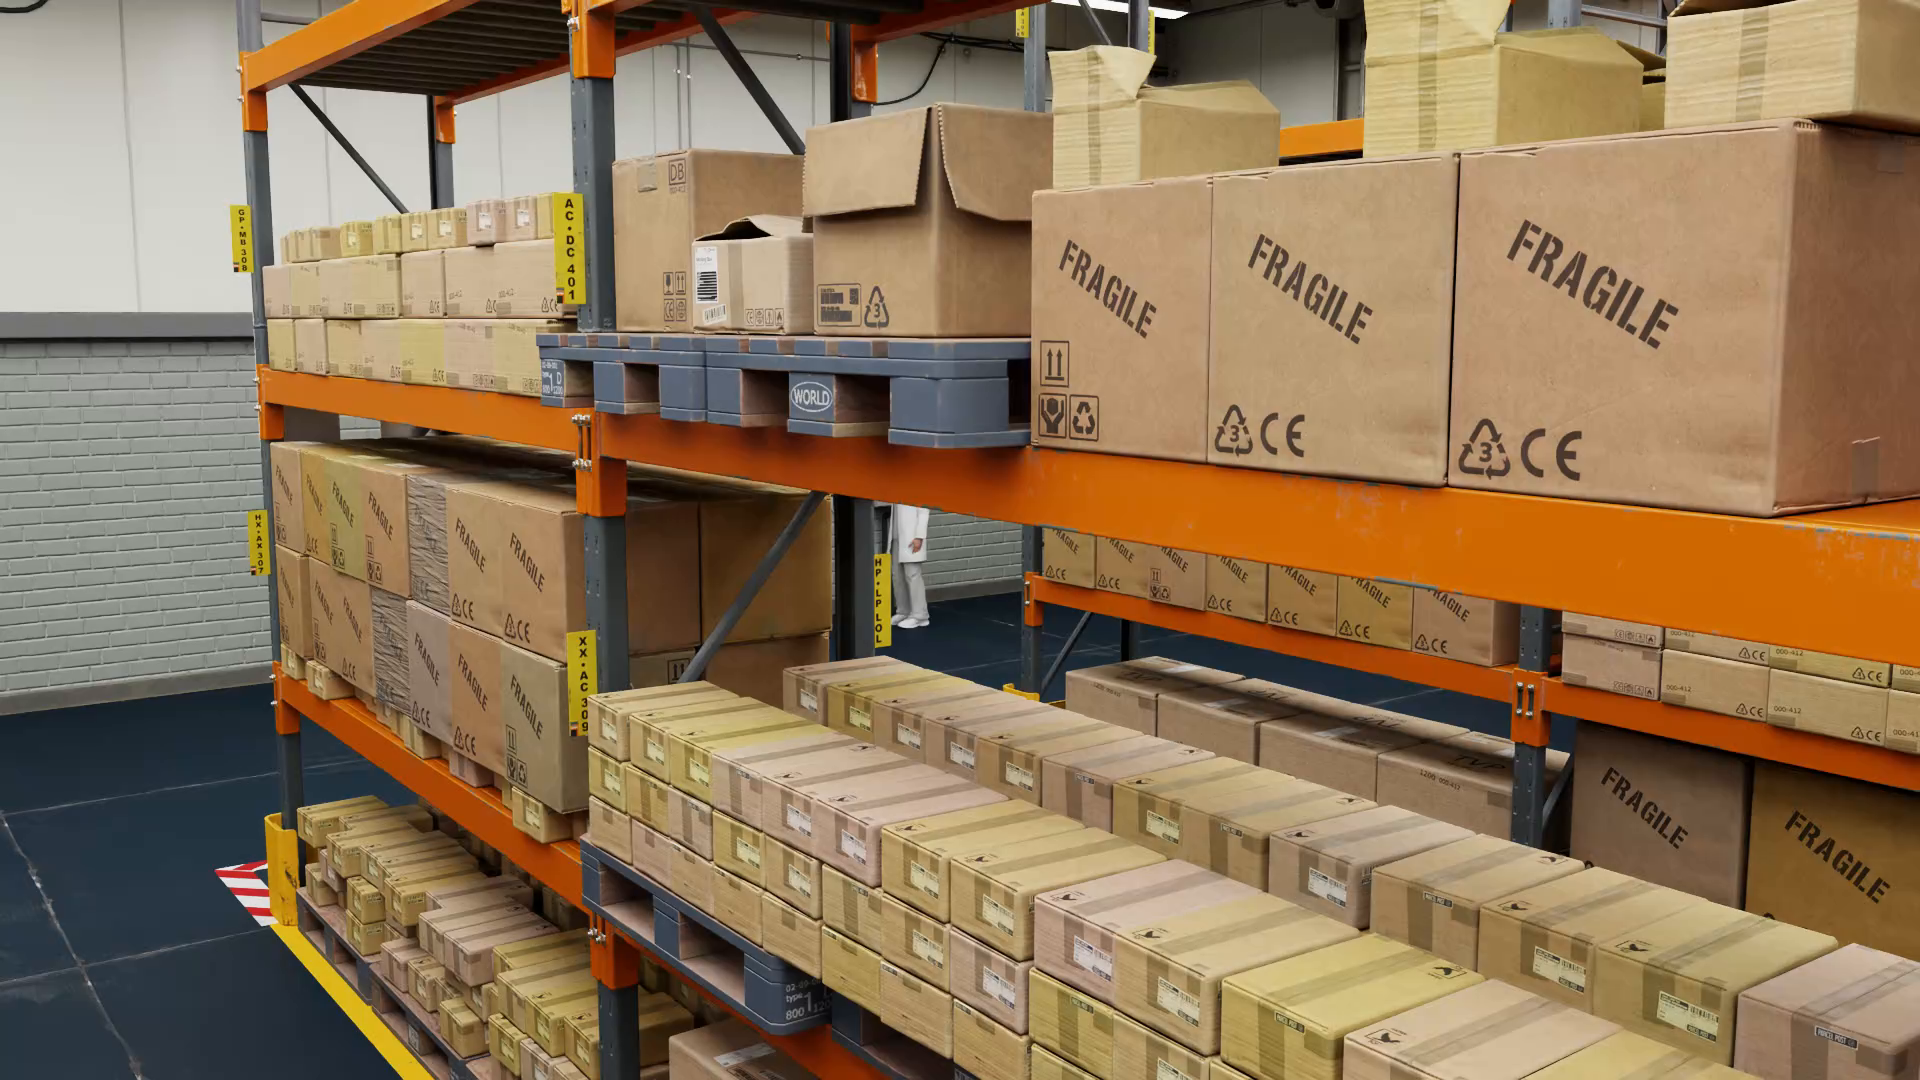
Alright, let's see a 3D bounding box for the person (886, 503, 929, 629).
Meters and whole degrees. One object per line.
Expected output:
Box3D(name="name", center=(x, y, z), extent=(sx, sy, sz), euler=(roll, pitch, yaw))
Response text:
Box3D(name="person", center=(-0.516, -0.017, 16.522), extent=(0.381, 1.781, 0.562), euler=(-5, 9, -35))
